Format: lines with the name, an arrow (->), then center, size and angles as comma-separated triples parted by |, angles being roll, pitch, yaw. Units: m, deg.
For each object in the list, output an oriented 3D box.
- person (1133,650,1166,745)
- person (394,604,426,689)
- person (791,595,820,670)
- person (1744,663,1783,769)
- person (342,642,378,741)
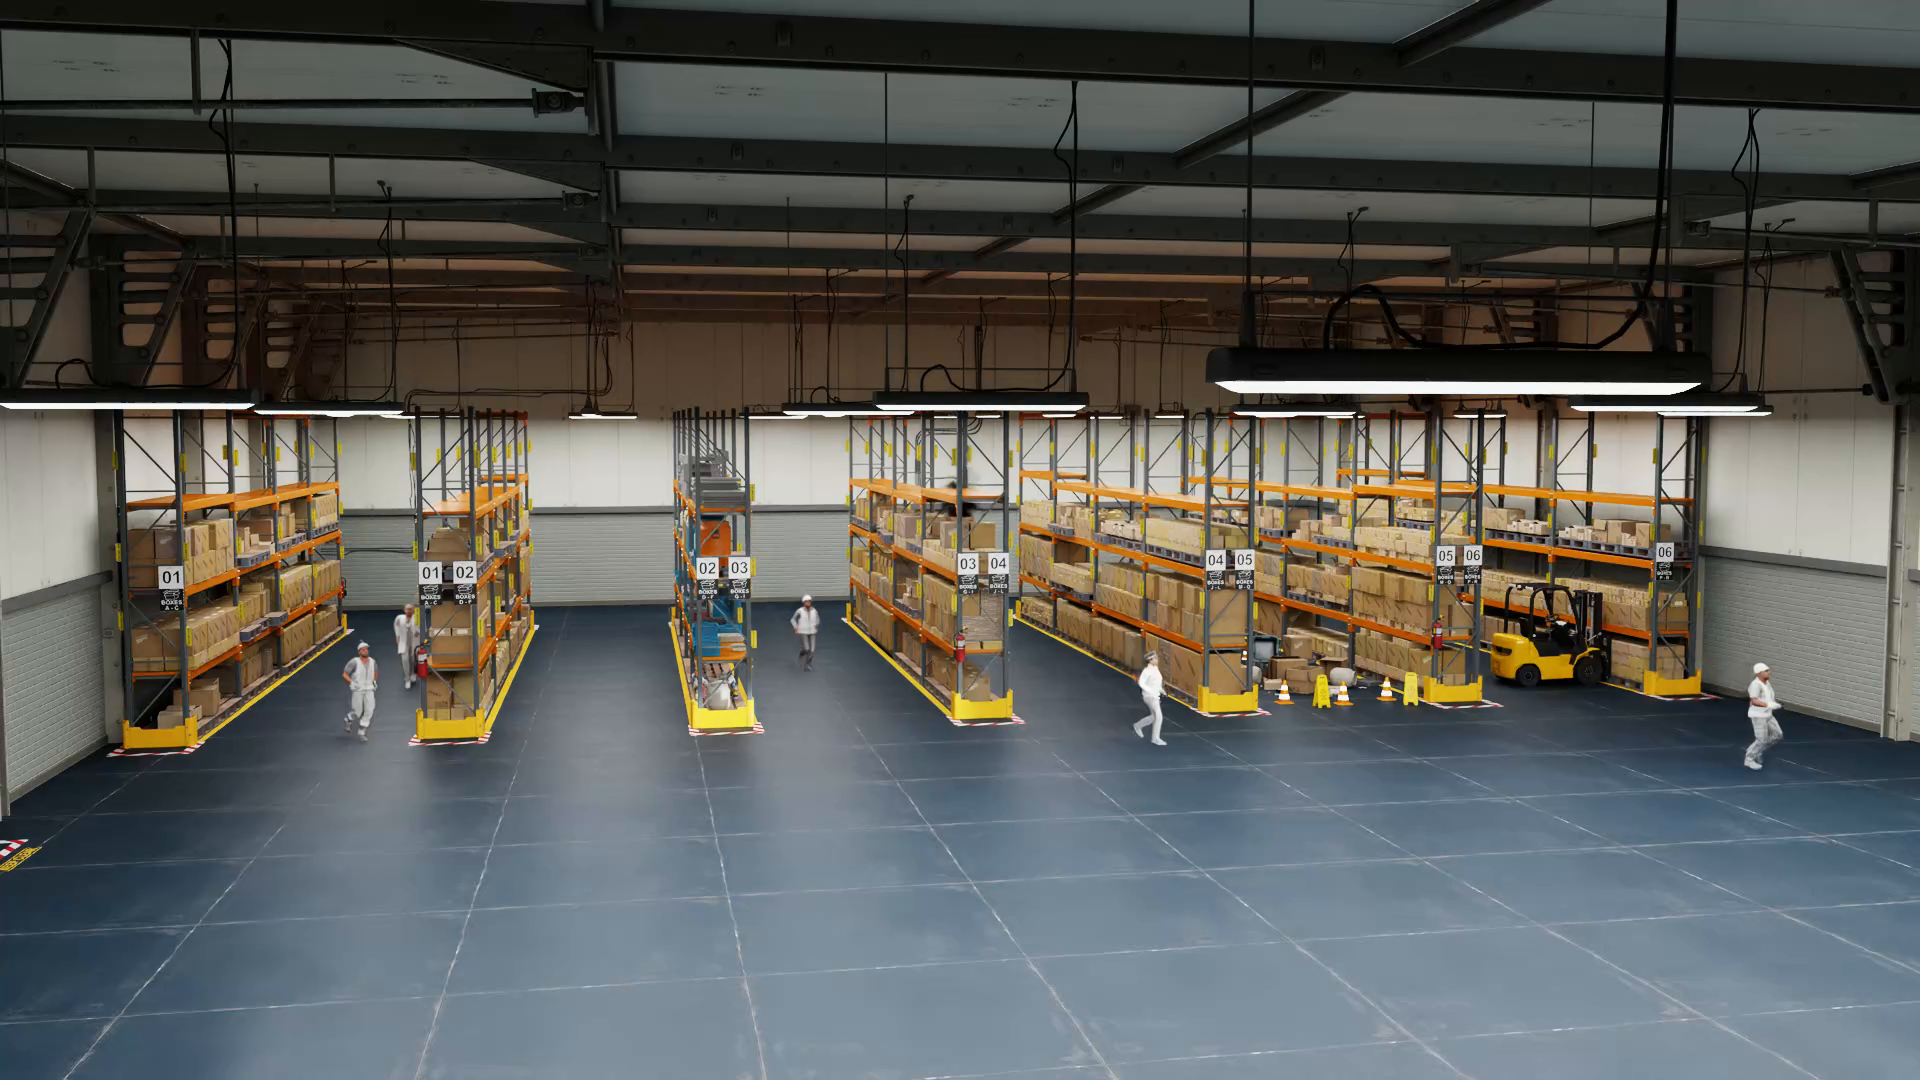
person -> 3.356, 2.791, 29.566 | 0.656, 1.680, 0.627 | 2, 4, 25
person -> -11.940, 2.269, 36.101 | 0.662, 1.792, 1.049 | -1, 4, -16
person -> -3.502, 2.141, 38.227 | 0.658, 1.731, 0.570 | -2, 4, -24
person -> 13.206, 2.893, 27.294 | 0.577, 1.745, 0.743 | 4, 6, 44
person -> -10.820, 2.720, 30.064 | 0.680, 1.755, 0.708 | -4, 6, -45
